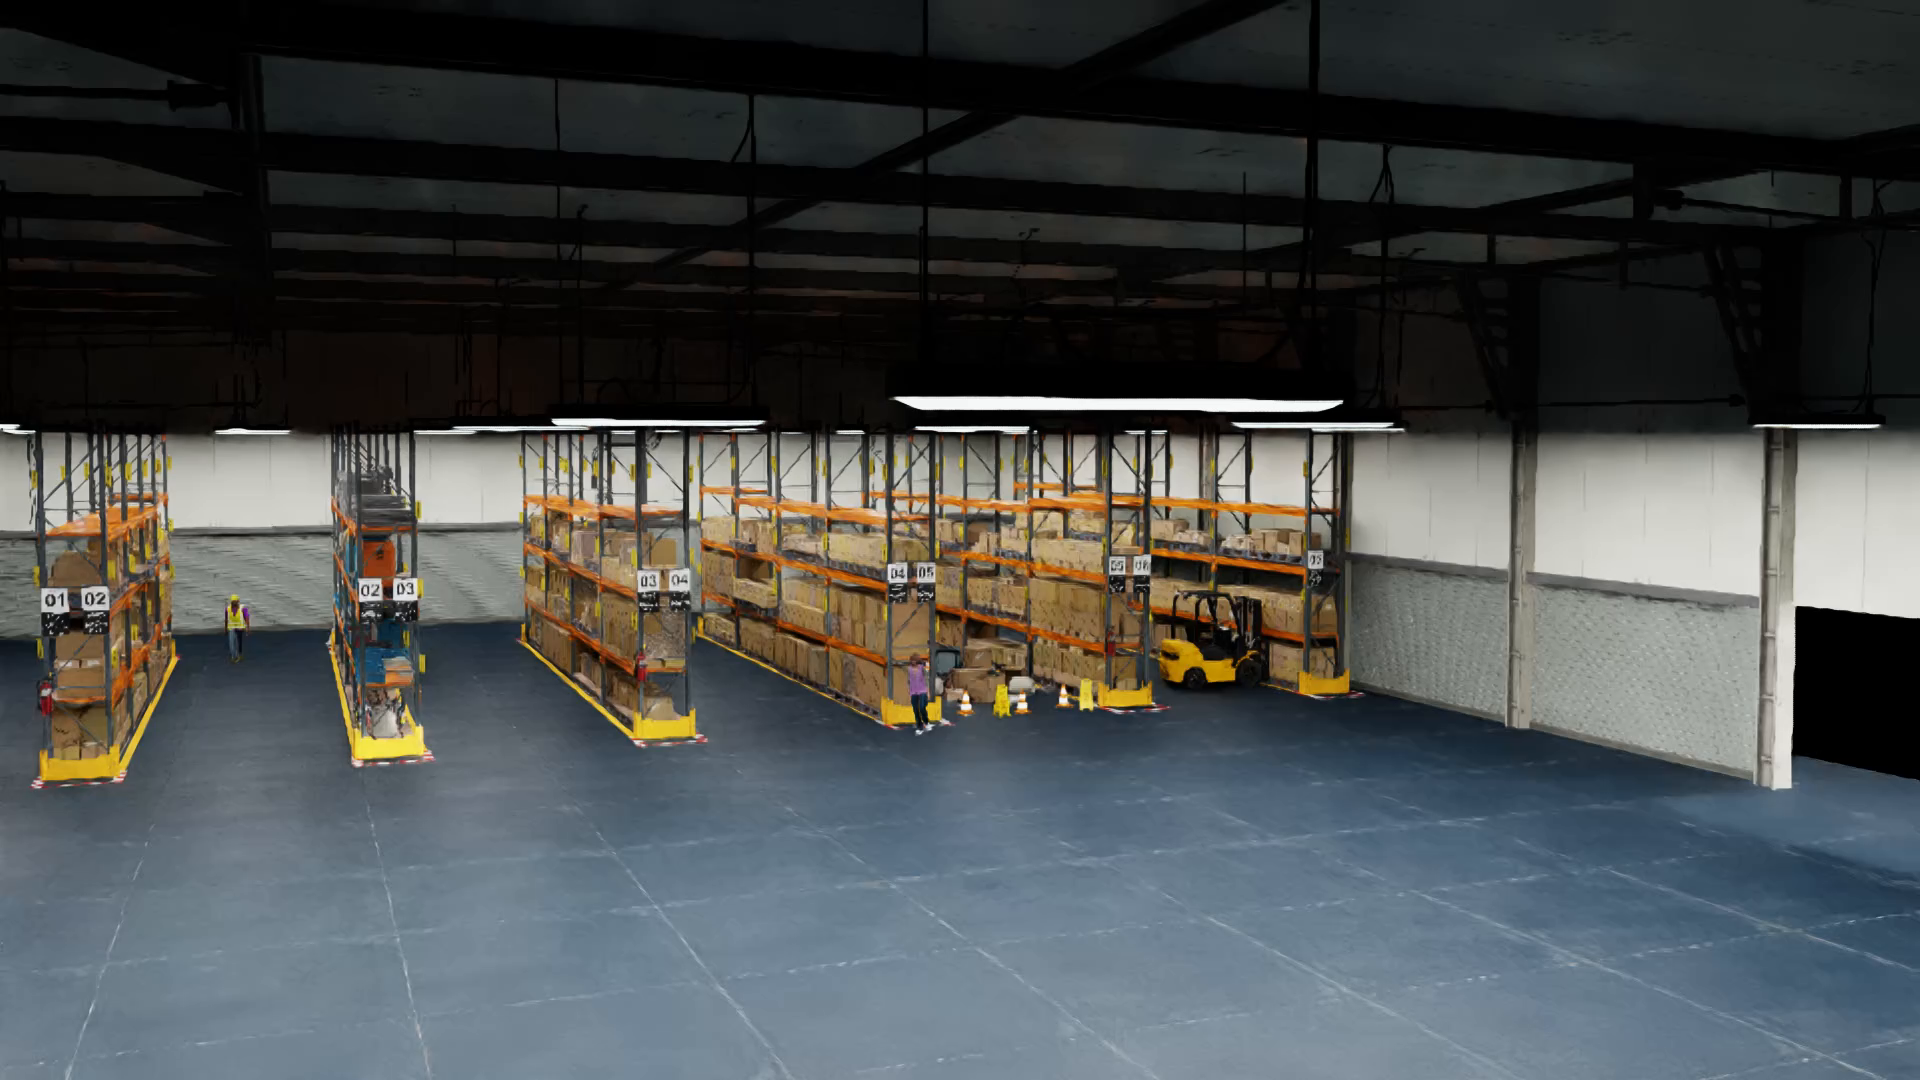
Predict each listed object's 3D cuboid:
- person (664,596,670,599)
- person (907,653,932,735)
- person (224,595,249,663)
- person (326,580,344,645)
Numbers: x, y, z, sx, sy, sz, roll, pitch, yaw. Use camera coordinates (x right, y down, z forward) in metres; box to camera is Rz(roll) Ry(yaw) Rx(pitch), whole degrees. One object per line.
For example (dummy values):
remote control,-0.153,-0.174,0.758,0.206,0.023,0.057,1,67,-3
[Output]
person,-8.316,2.010,46.616,0.598,1.619,0.506,-2,4,-24
person,-0.781,2.935,31.838,0.466,1.587,0.453,1,4,17
person,-18.340,2.233,42.178,0.591,1.716,1.042,-2,4,-23
person,-17.071,1.995,45.656,0.480,1.764,0.721,1,4,20
